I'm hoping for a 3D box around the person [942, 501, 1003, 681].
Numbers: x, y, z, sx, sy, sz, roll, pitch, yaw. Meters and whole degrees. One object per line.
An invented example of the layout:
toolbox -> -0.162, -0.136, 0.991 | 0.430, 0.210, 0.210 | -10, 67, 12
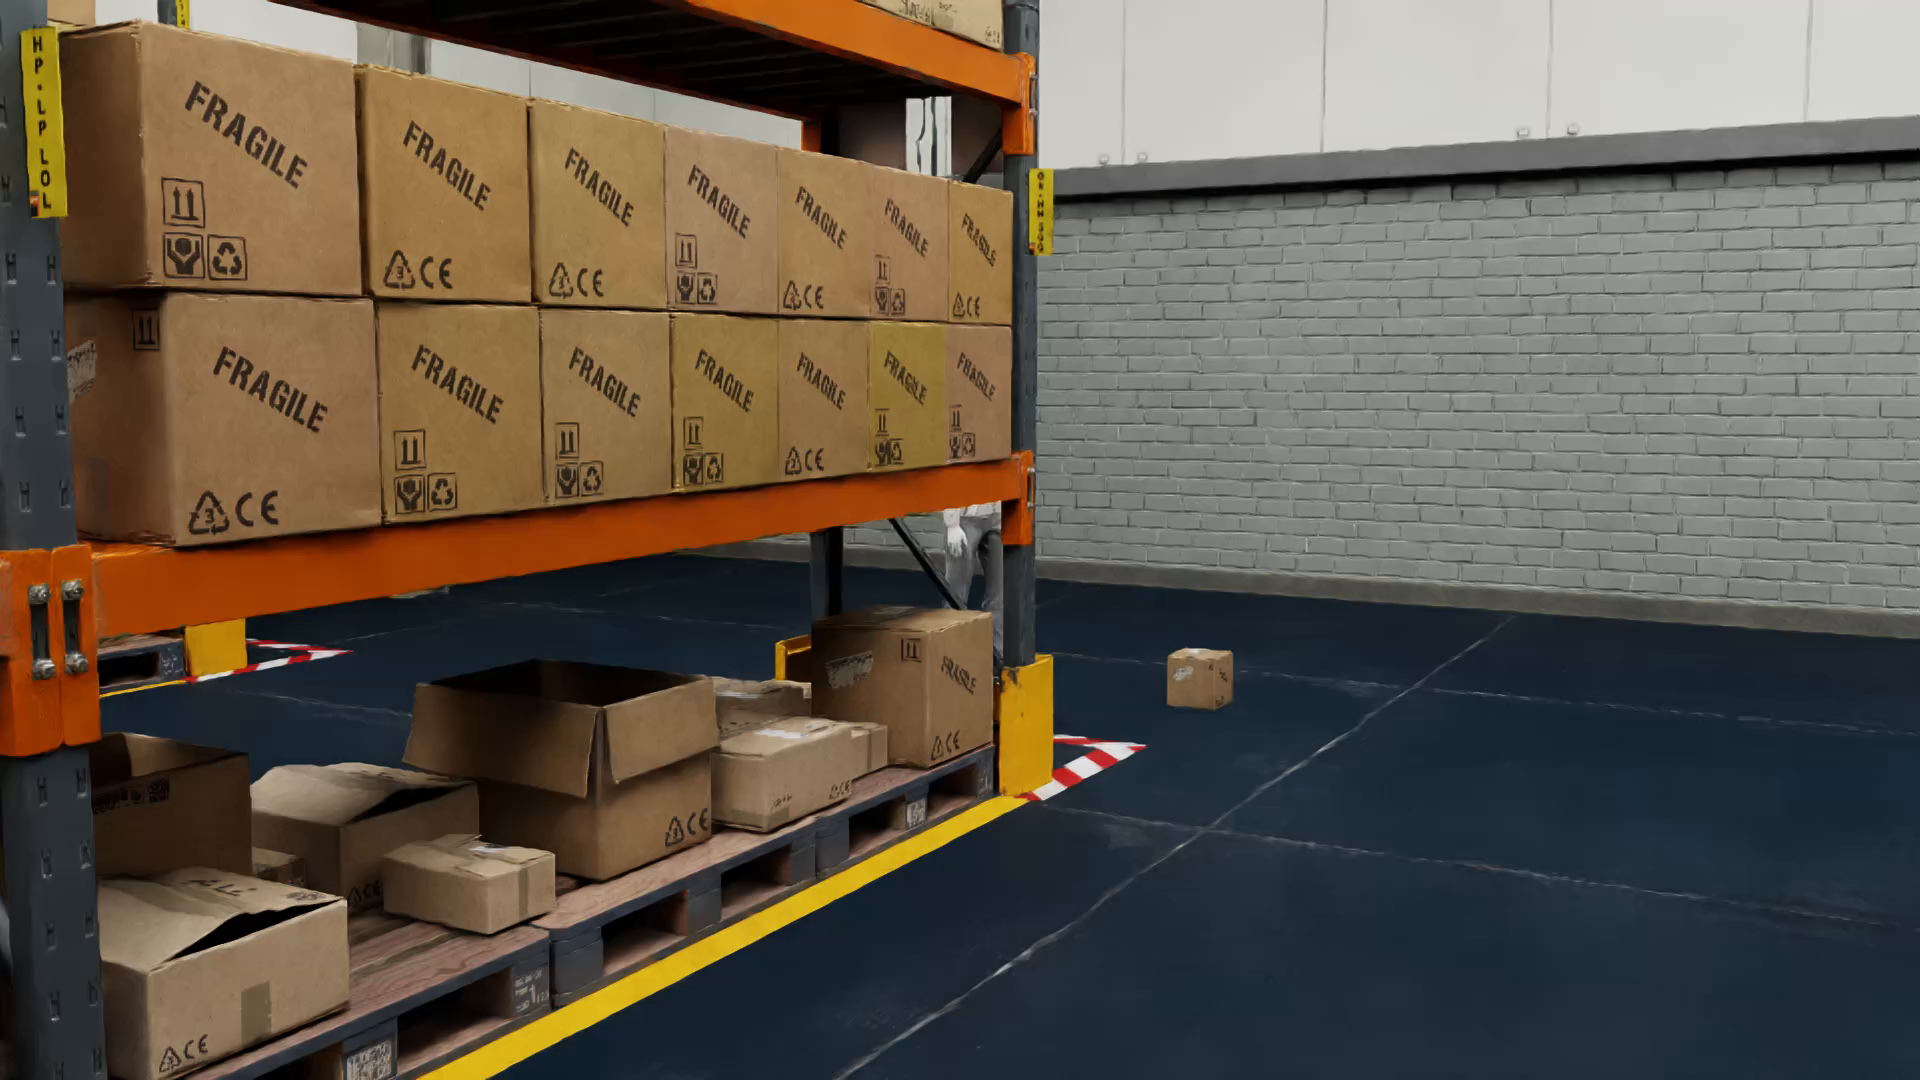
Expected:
person -> 0.101, -0.093, 8.442 | 0.577, 1.683, 0.355 | -5, 8, -39
